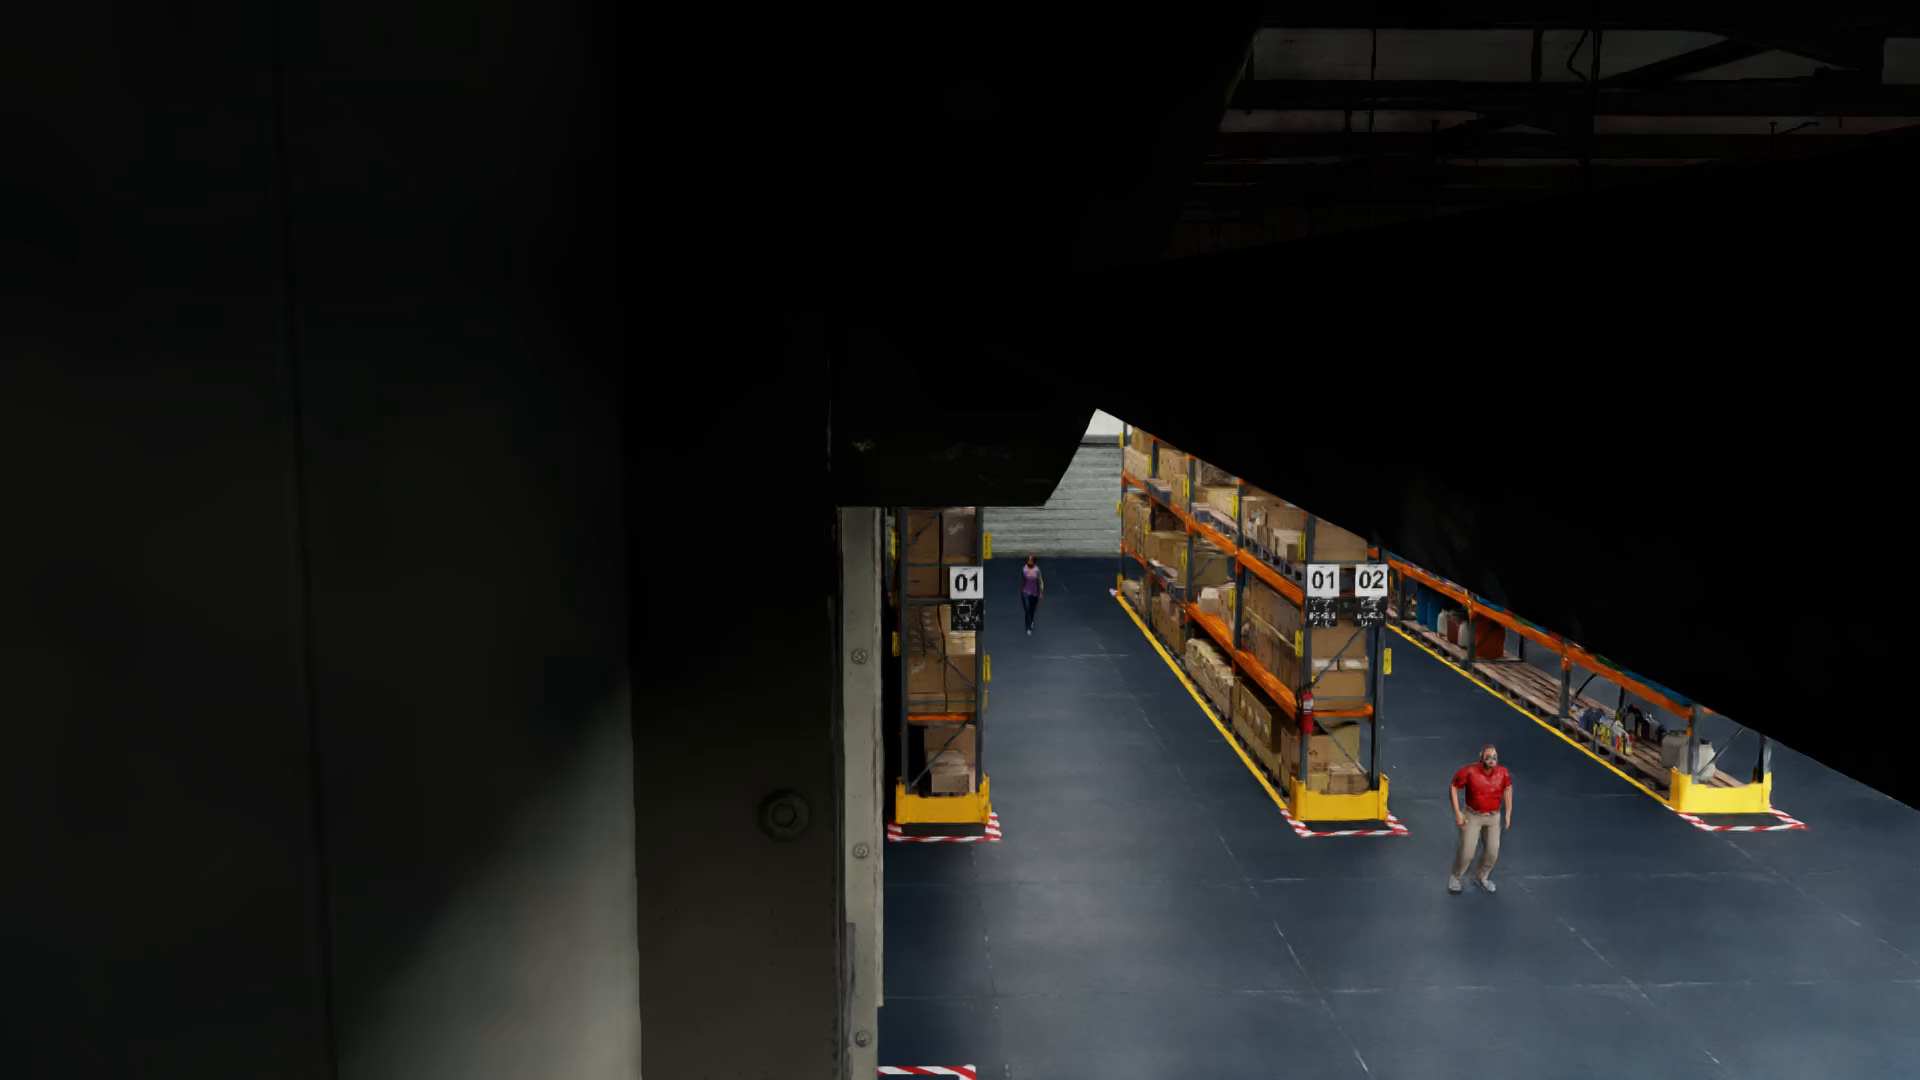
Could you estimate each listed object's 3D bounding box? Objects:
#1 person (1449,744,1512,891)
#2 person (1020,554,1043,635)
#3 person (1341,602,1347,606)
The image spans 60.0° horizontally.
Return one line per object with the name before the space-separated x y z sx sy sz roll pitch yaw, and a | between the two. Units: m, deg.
person | 5.630 2.991 18.007 0.682 1.676 0.535 -1 8 -4
person | 1.392 1.023 32.339 0.430 1.540 0.948 -1 8 -4
person | 7.304 0.996 32.352 0.497 1.583 1.090 0 8 0
